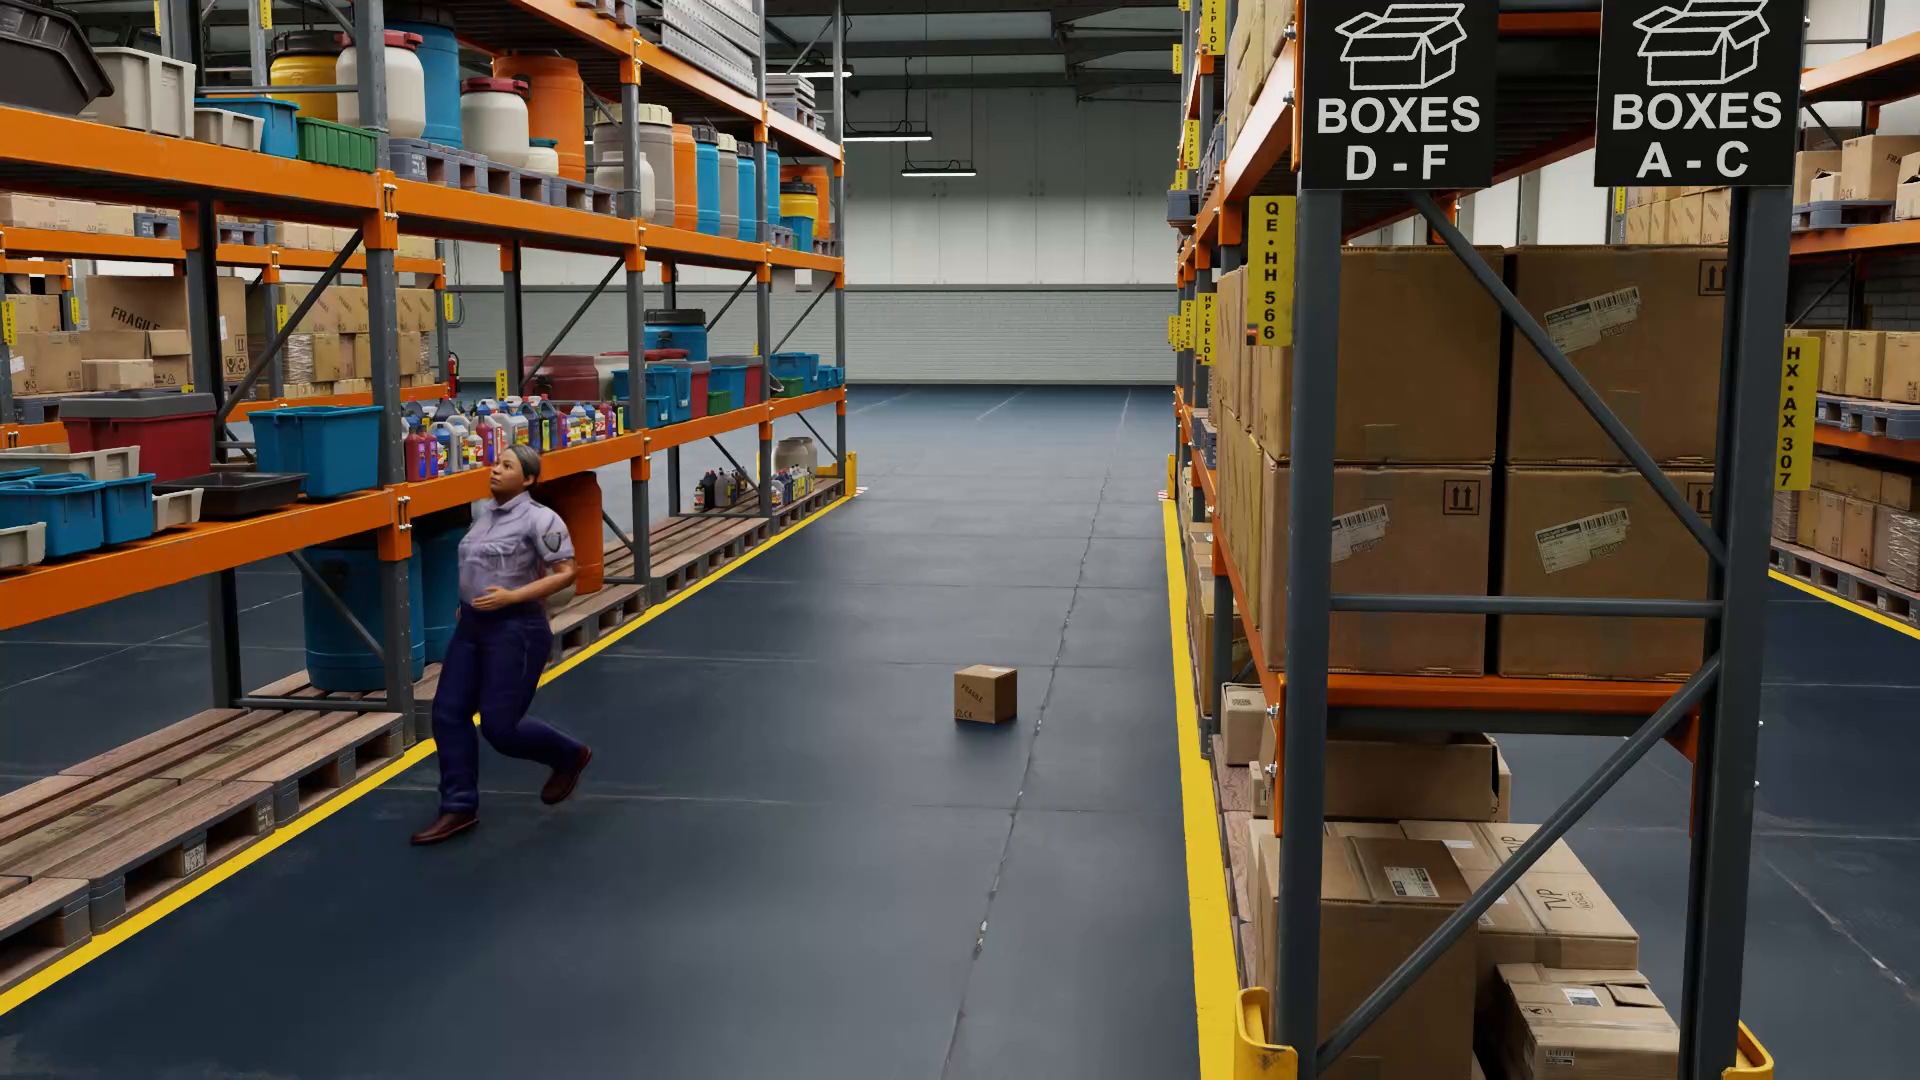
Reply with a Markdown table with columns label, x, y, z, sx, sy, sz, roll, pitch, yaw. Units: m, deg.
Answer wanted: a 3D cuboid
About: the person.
| label | x | y | z | sx | sy | sz | roll | pitch | yaw |
| --- | --- | --- | --- | --- | --- | --- | --- | --- | --- |
| person | -1.921 | 0.423 | 6.902 | 0.642 | 1.628 | 0.763 | 6 | 10 | 39 |
